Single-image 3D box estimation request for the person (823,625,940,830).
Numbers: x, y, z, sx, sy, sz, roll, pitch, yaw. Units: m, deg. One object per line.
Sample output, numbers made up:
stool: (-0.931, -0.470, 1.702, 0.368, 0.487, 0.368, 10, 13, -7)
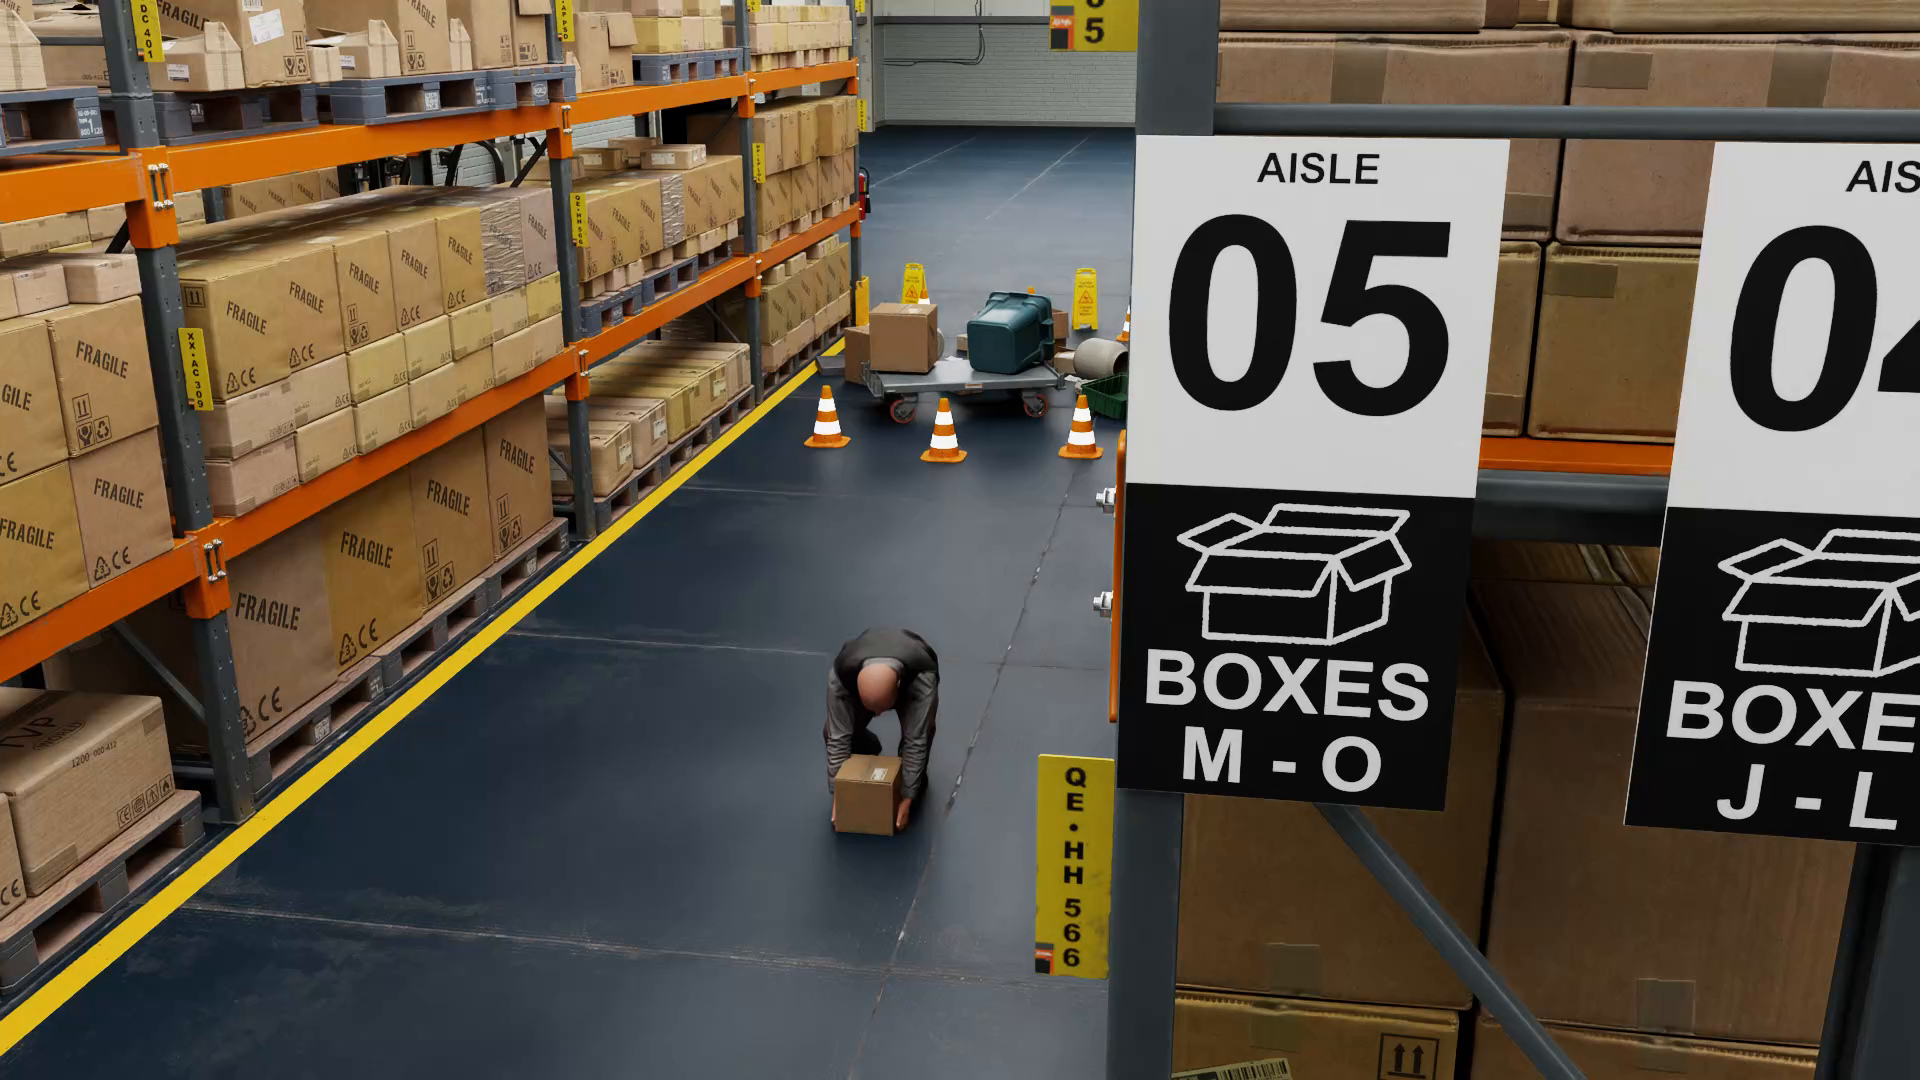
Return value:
person: (-0.336, 0.793, 7.336, 0.514, 0.827, 0.914, 3, 18, 8)
